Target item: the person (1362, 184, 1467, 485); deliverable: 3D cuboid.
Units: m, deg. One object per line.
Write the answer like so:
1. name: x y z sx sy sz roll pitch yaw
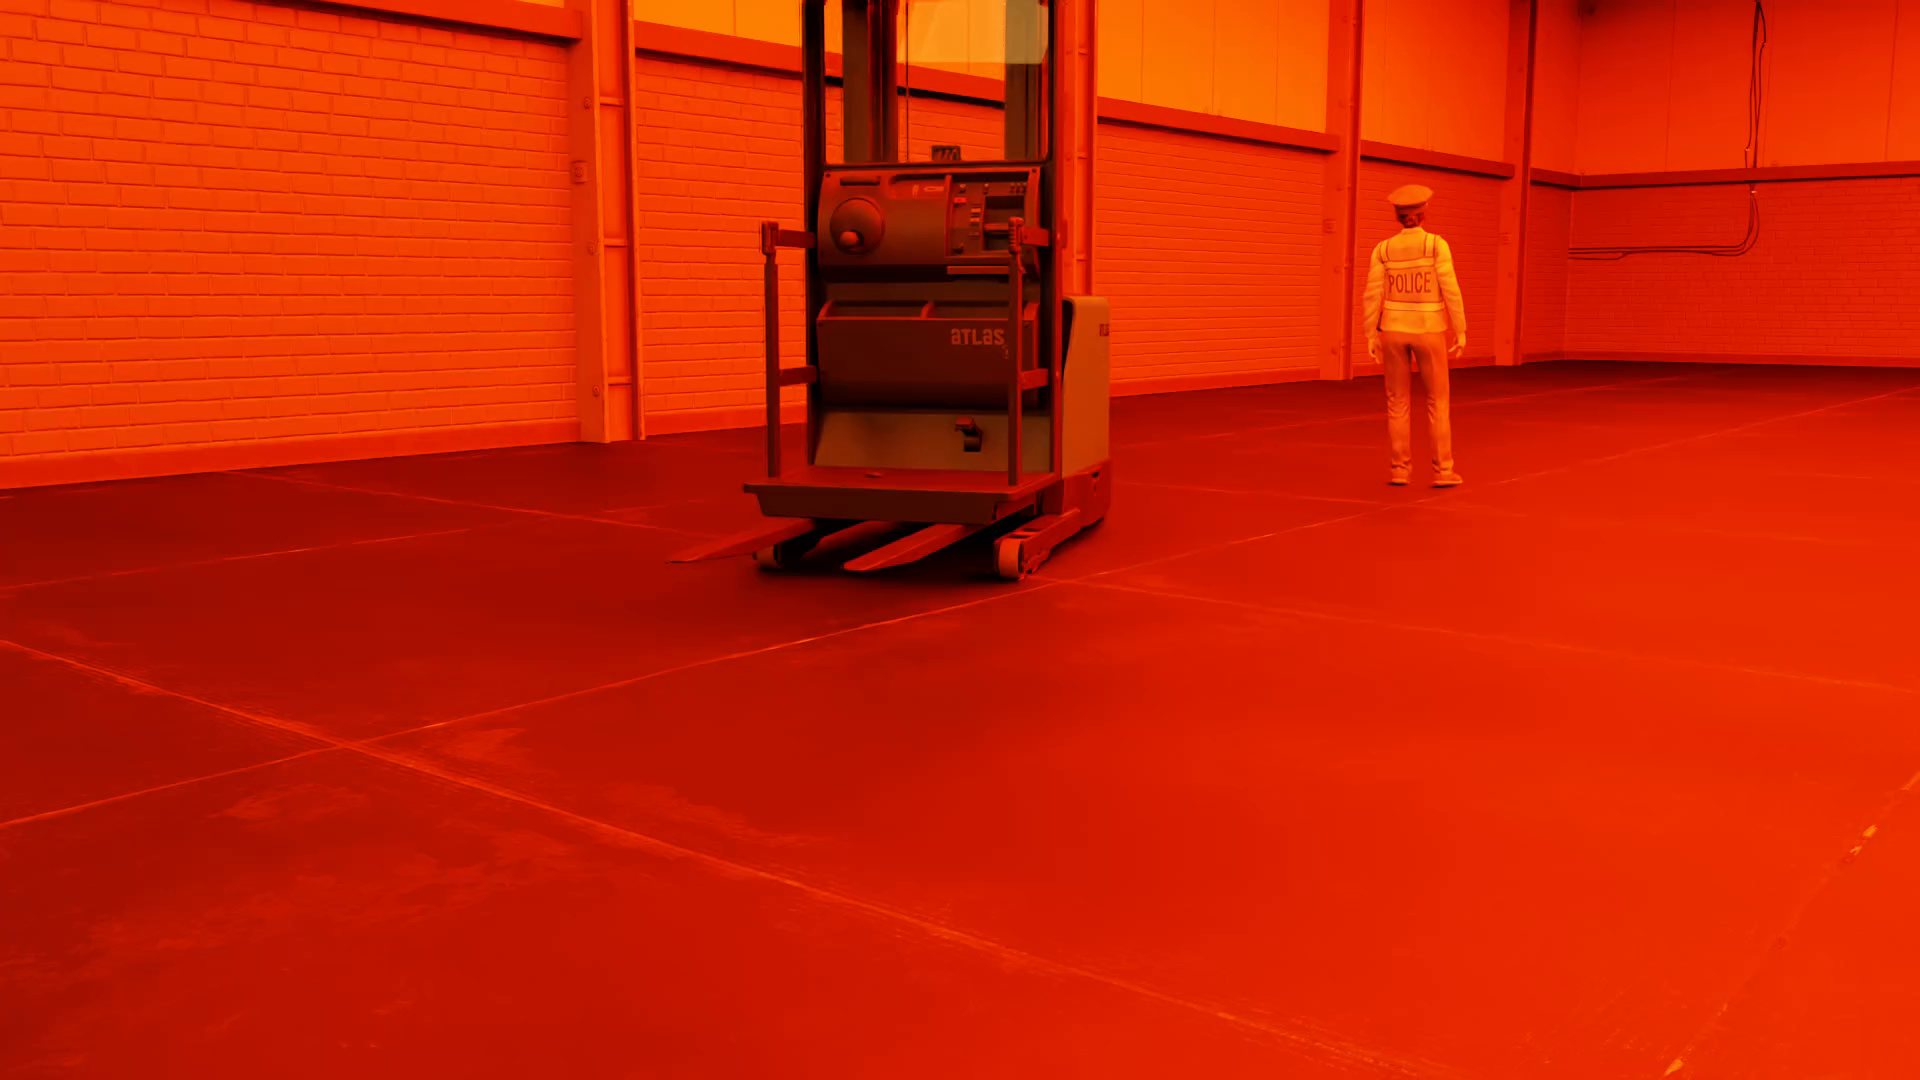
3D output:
1. person: 2.588 -1.150 9.445 0.572 1.708 0.479 5 10 29

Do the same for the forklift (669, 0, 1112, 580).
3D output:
1. forklift: -0.190 -1.359 6.569 1.130 2.935 3.031 3 9 17
